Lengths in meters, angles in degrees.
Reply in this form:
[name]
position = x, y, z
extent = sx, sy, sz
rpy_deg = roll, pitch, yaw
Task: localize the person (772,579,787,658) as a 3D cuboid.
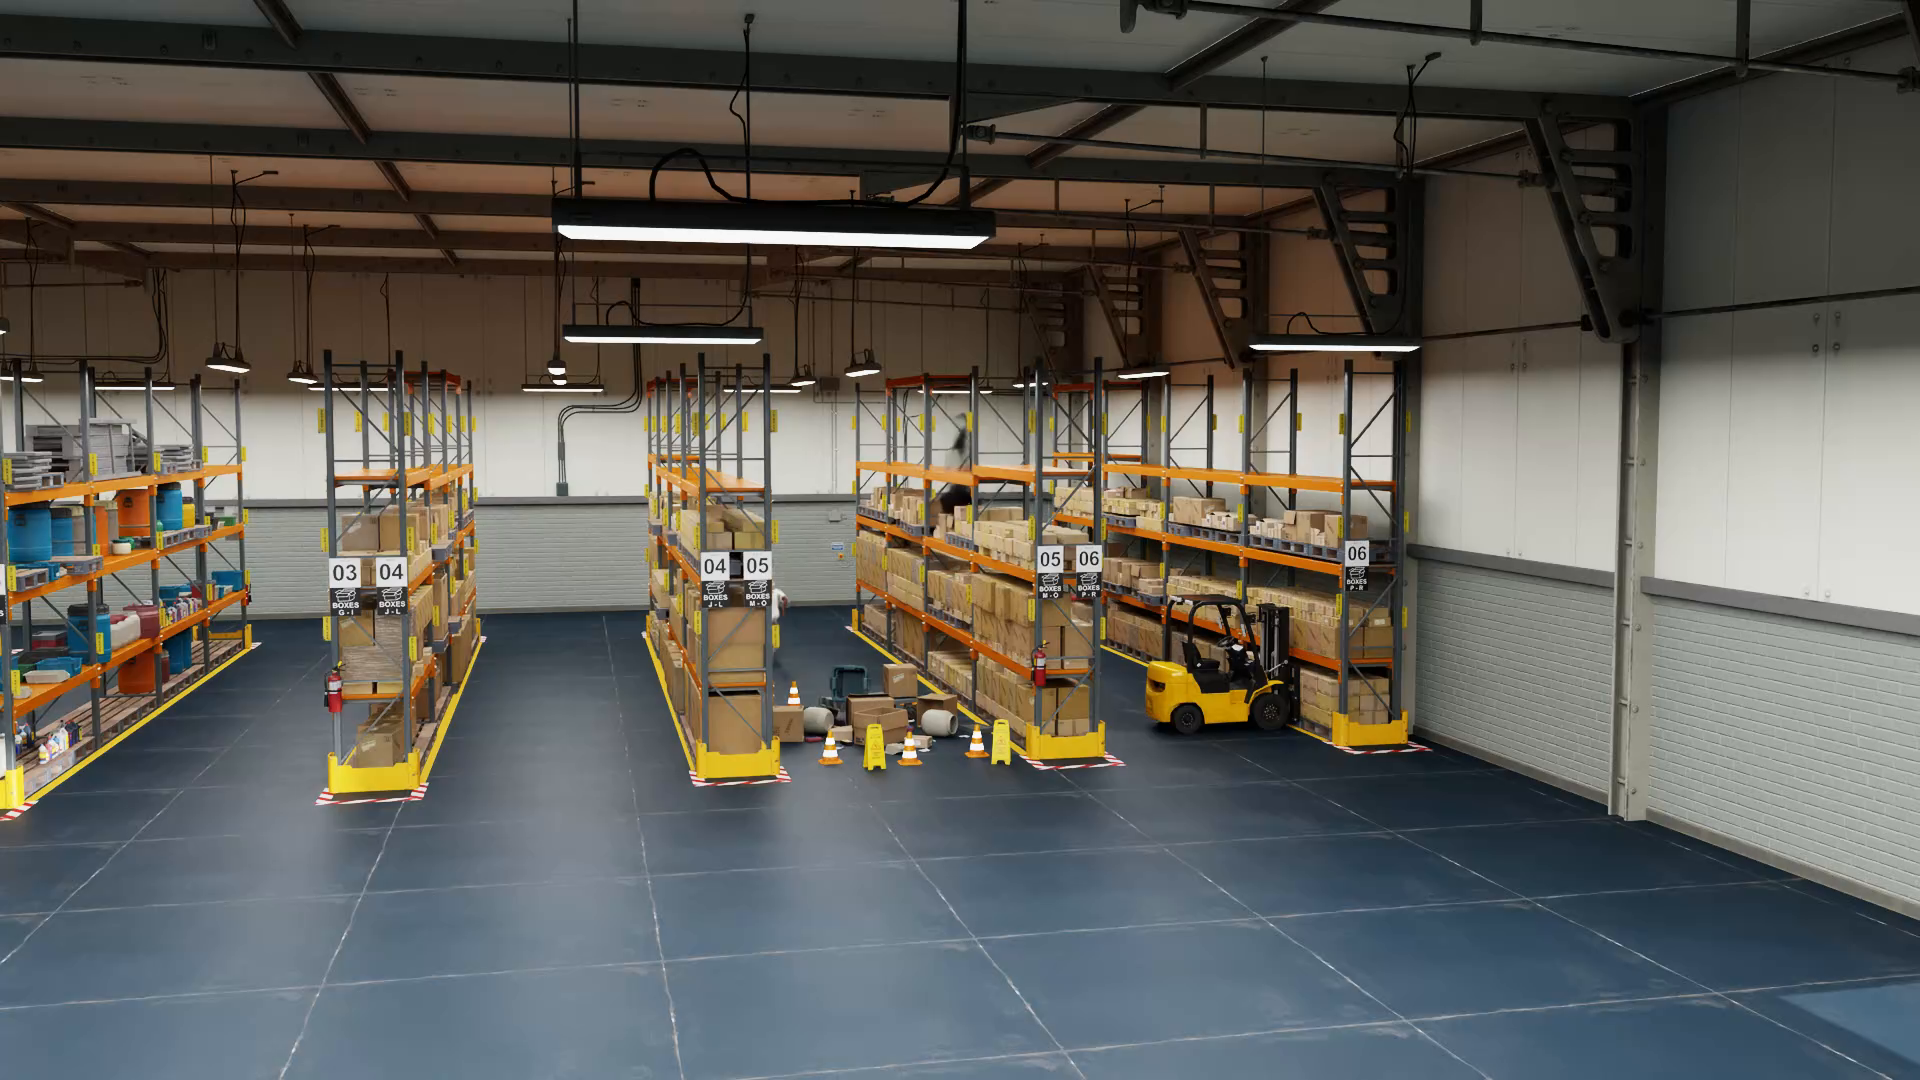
[person]
position = -4.022, 1.693, 35.198
extent = 0.699, 1.770, 1.077
rpy_deg = -1, 4, -18
